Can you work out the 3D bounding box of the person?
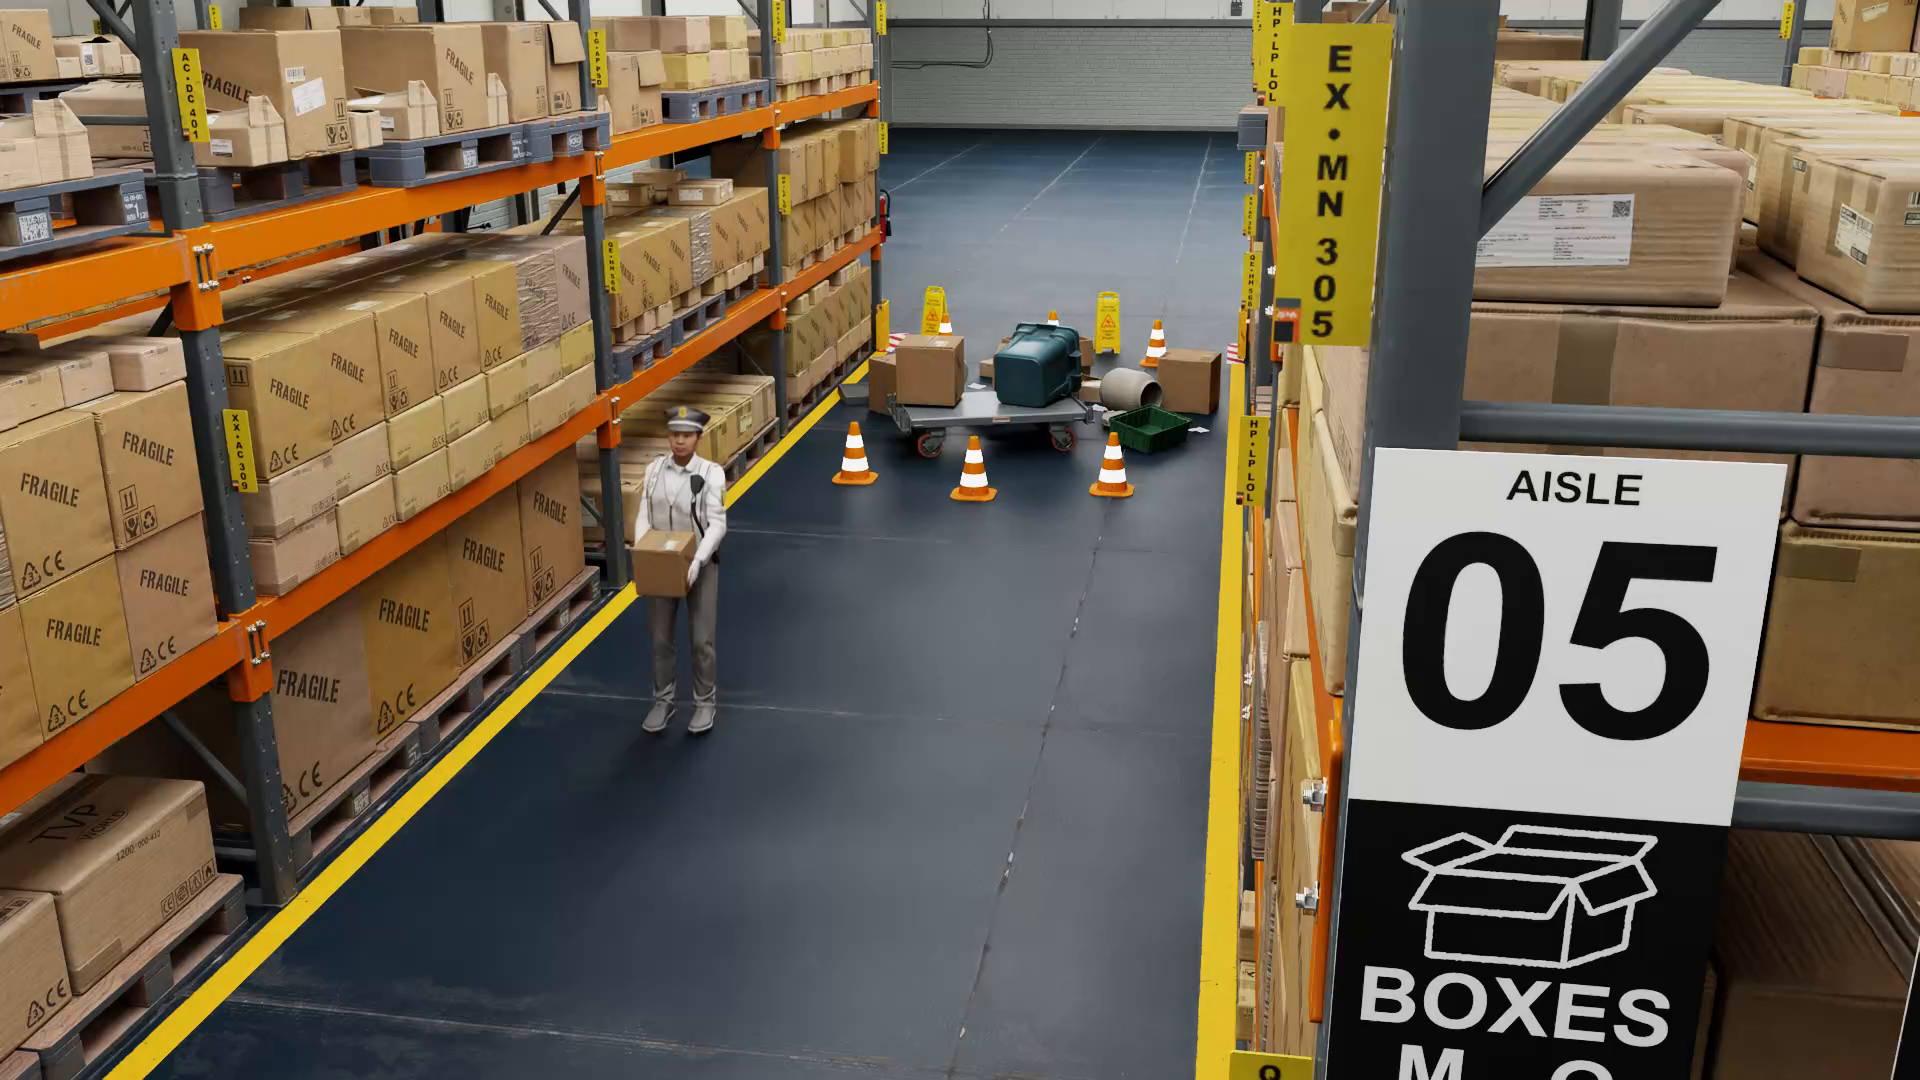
[{"bbox_3d":[-1.424,0.154,8.521,0.469,1.698,0.548,3,18,9],"label":"person"}]
